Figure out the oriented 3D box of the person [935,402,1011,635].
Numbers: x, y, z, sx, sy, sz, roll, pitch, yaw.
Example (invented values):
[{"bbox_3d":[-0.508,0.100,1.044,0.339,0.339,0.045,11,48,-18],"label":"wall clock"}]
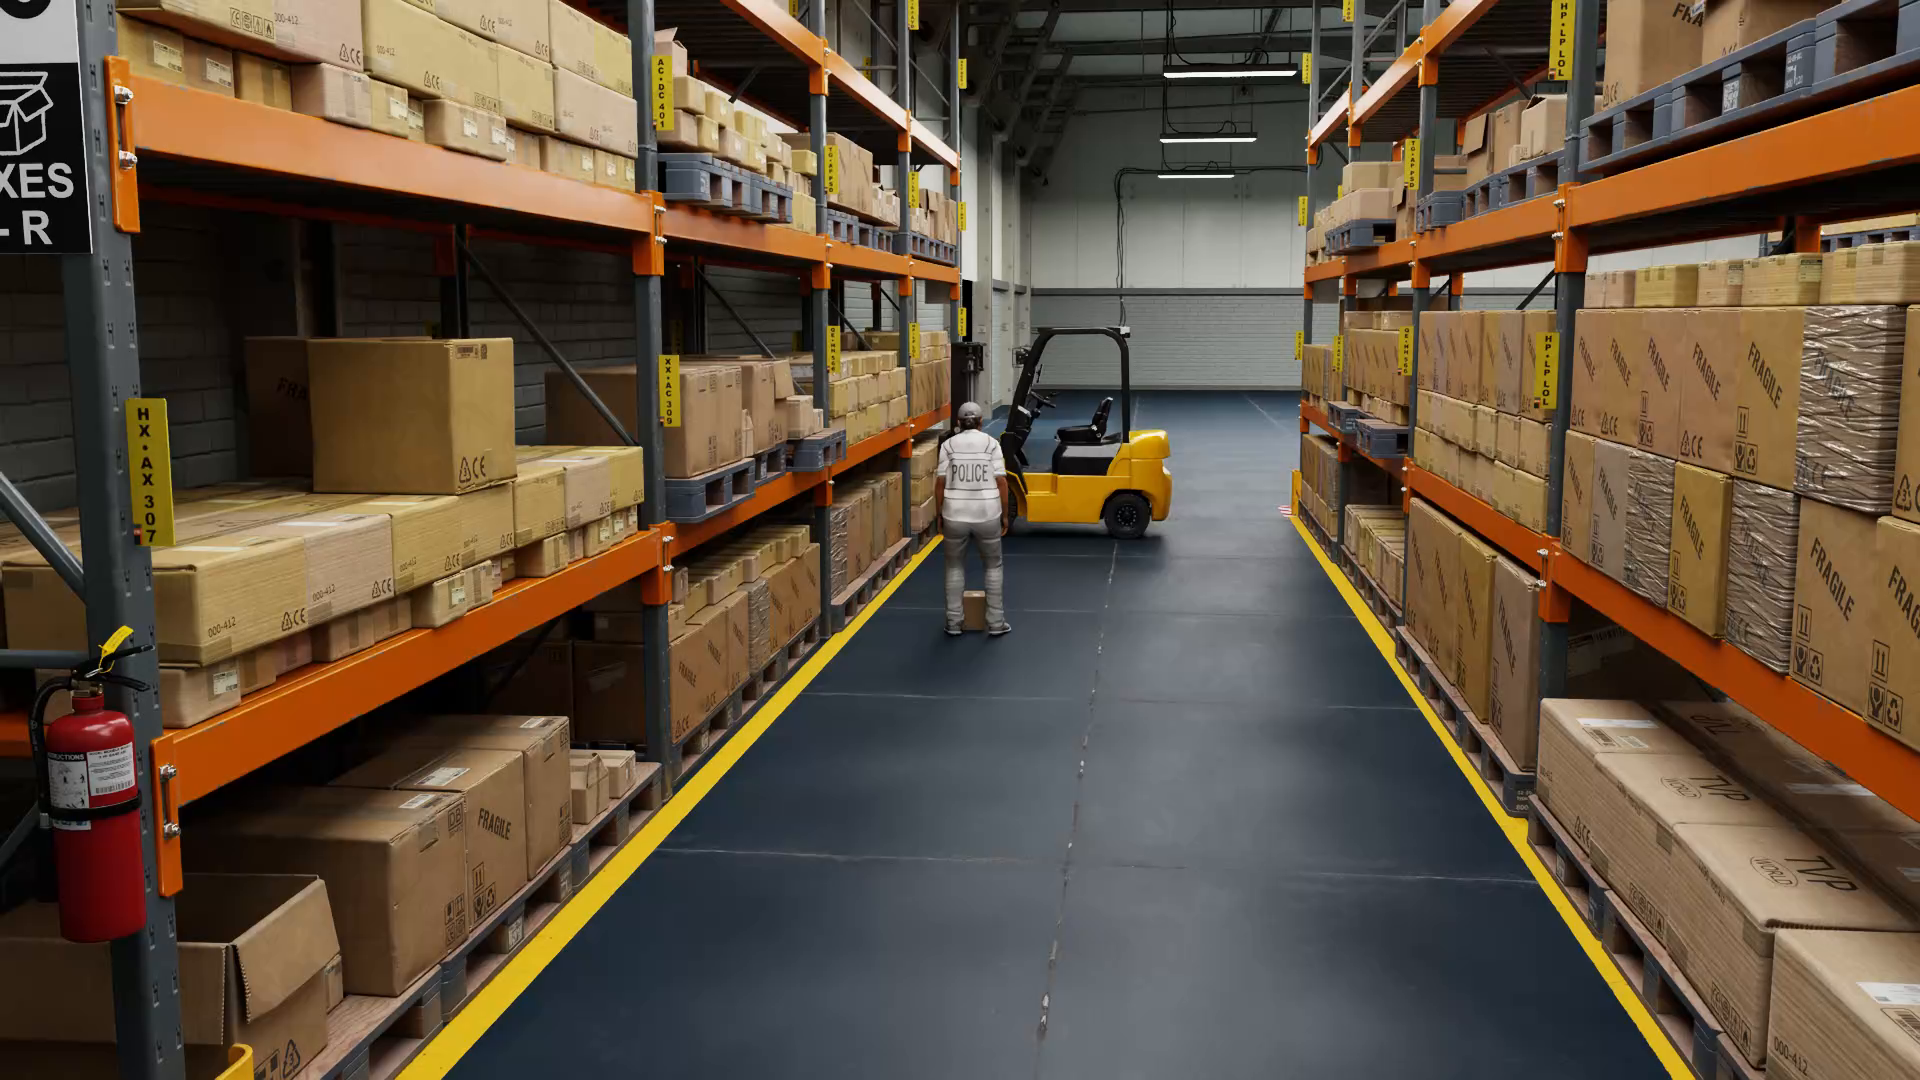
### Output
[{"bbox_3d":[0.095,-0.151,11.896,0.538,1.665,0.470,1,8,4],"label":"person"}]
